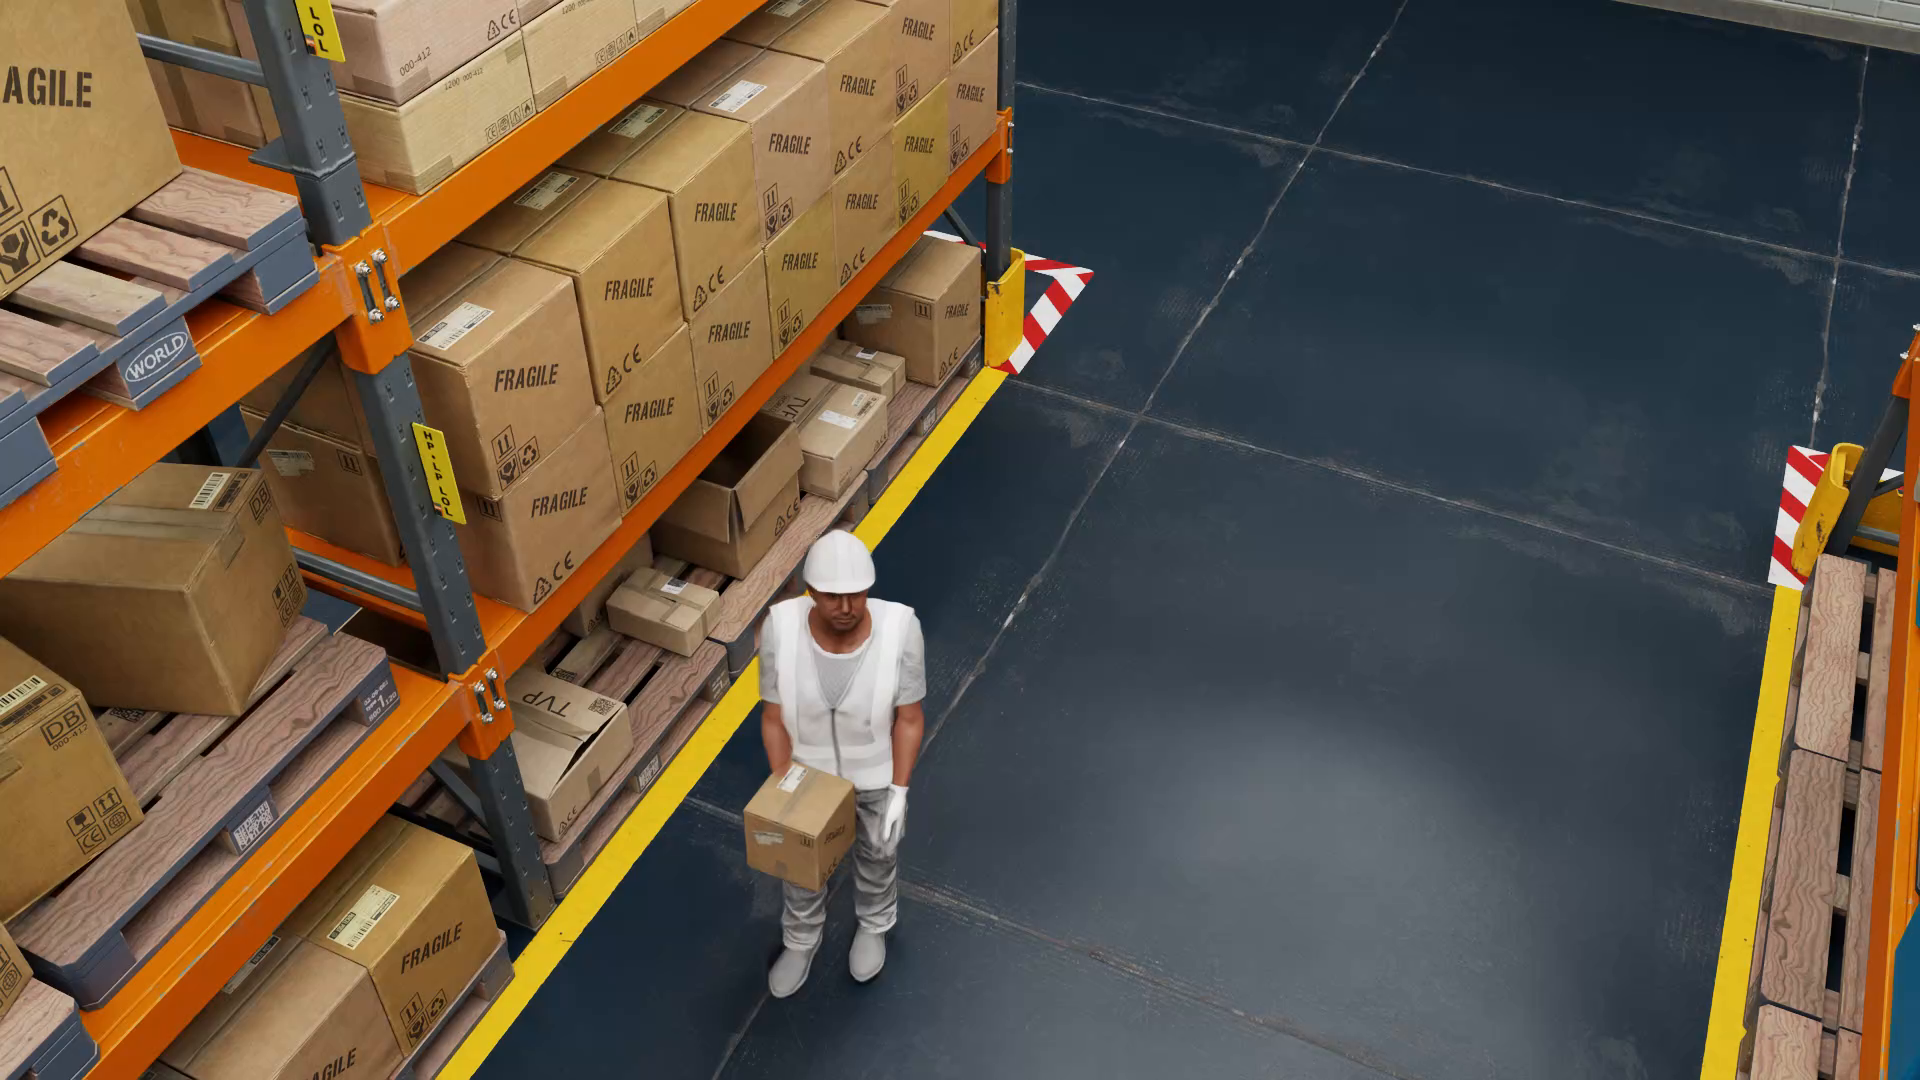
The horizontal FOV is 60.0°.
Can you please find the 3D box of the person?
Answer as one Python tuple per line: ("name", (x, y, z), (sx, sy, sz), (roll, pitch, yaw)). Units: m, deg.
("person", (-0.385, 0.762, 5.282), (0.566, 1.789, 0.539), (-1, 42, -1))
